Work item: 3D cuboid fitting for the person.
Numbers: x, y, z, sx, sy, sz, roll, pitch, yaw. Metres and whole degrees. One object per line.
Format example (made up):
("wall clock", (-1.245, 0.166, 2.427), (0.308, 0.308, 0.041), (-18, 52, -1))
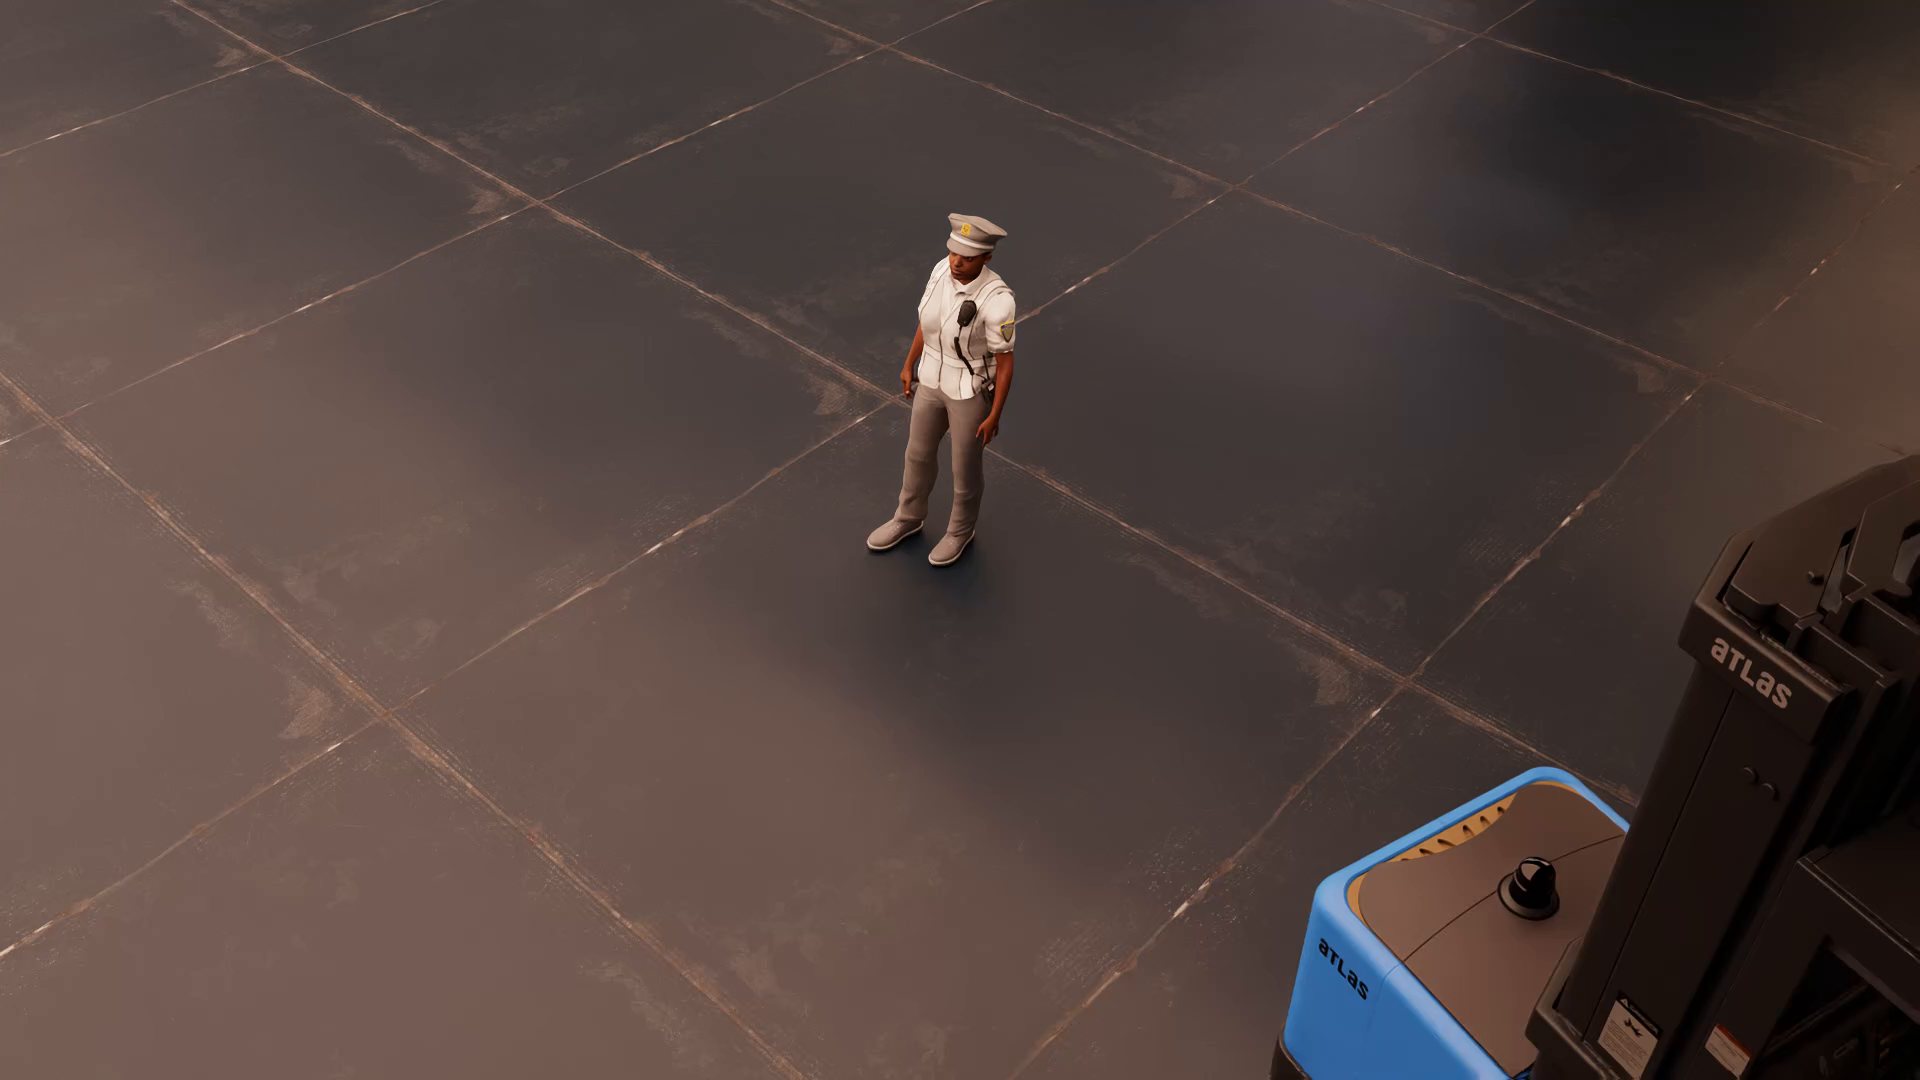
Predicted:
("person", (-0.065, -0.621, 7.091), (0.569, 1.695, 0.528), (31, 49, 31))

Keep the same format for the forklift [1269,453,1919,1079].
("forklift", (2.207, 1.377, 3.823), (1.130, 2.935, 3.031), (-21, 45, -23))
